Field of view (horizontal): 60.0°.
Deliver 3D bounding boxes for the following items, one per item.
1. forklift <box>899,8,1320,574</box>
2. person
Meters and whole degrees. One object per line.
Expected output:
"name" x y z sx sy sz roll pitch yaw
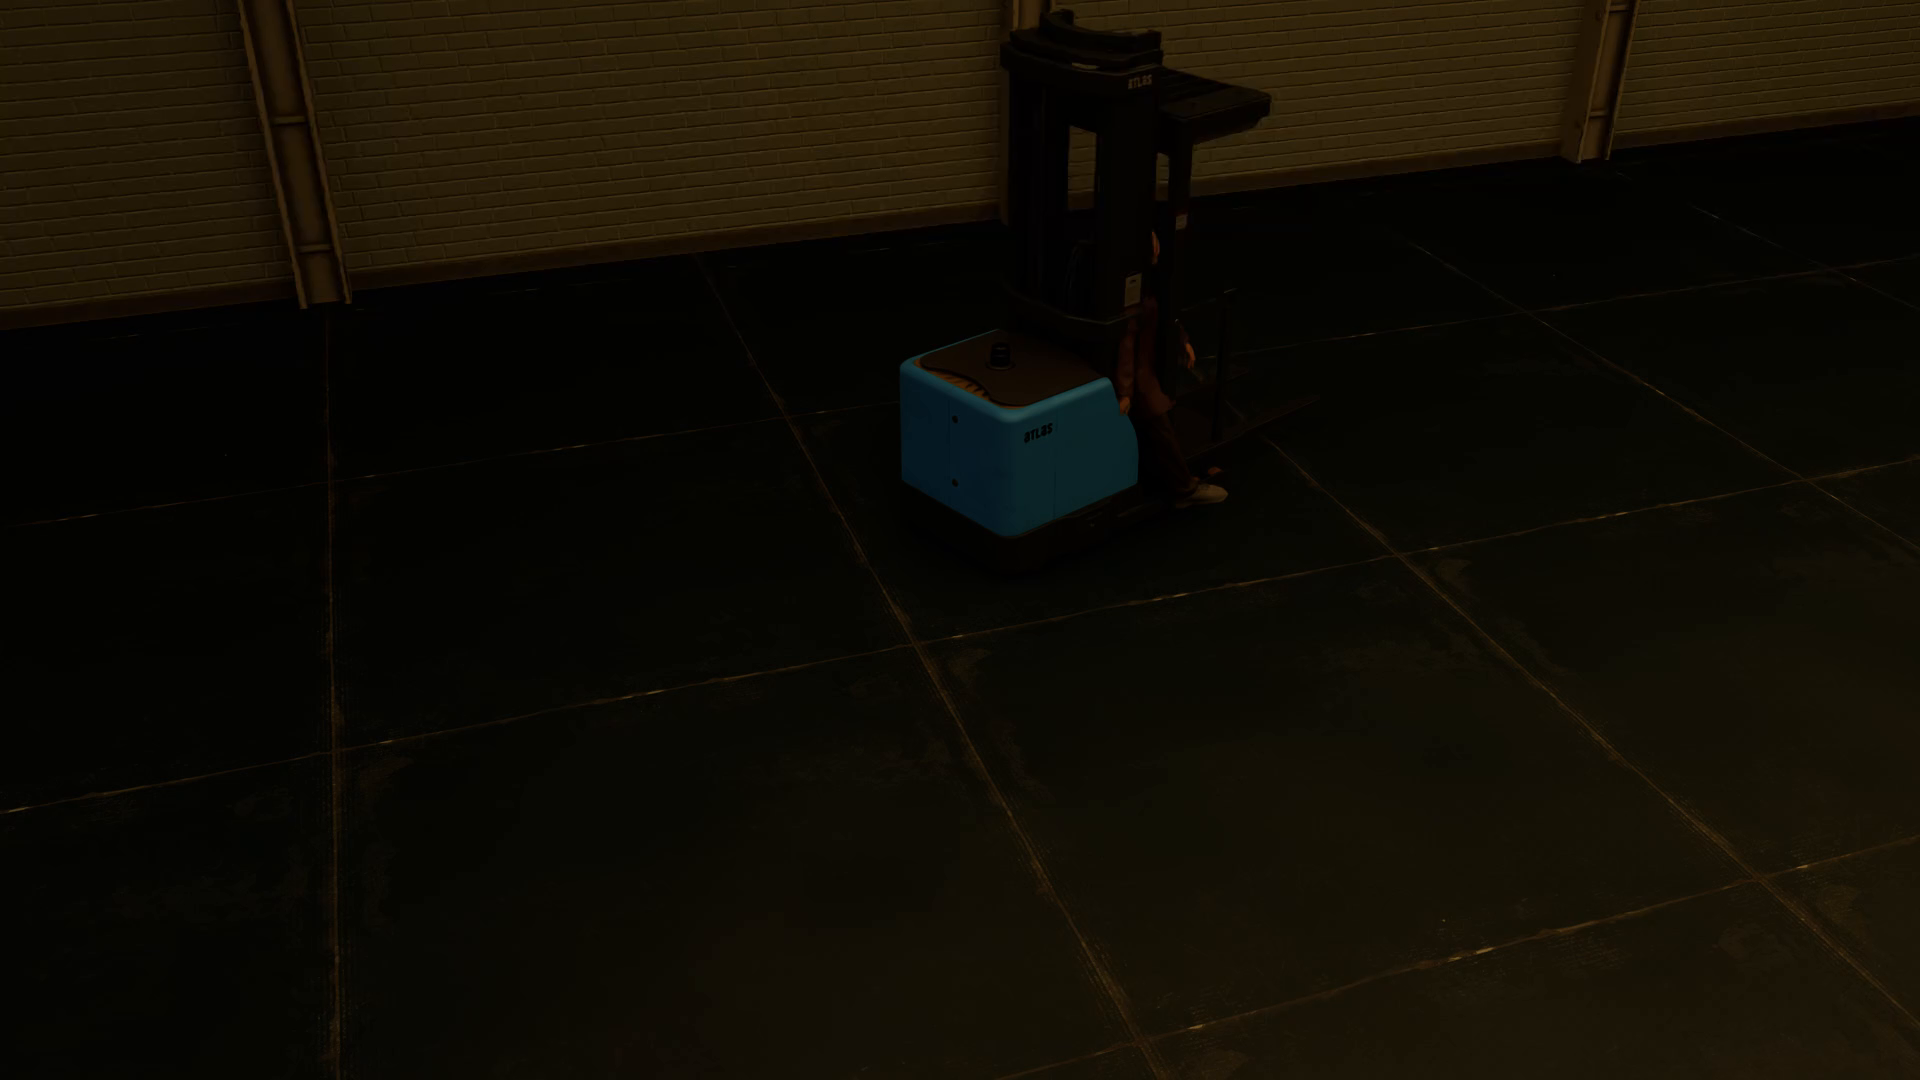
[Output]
"forklift" 1.077 -1.679 10.005 3.031 2.935 1.130 -23 37 -34
"person" 1.156 -0.987 9.875 0.969 1.721 0.750 3 30 5
